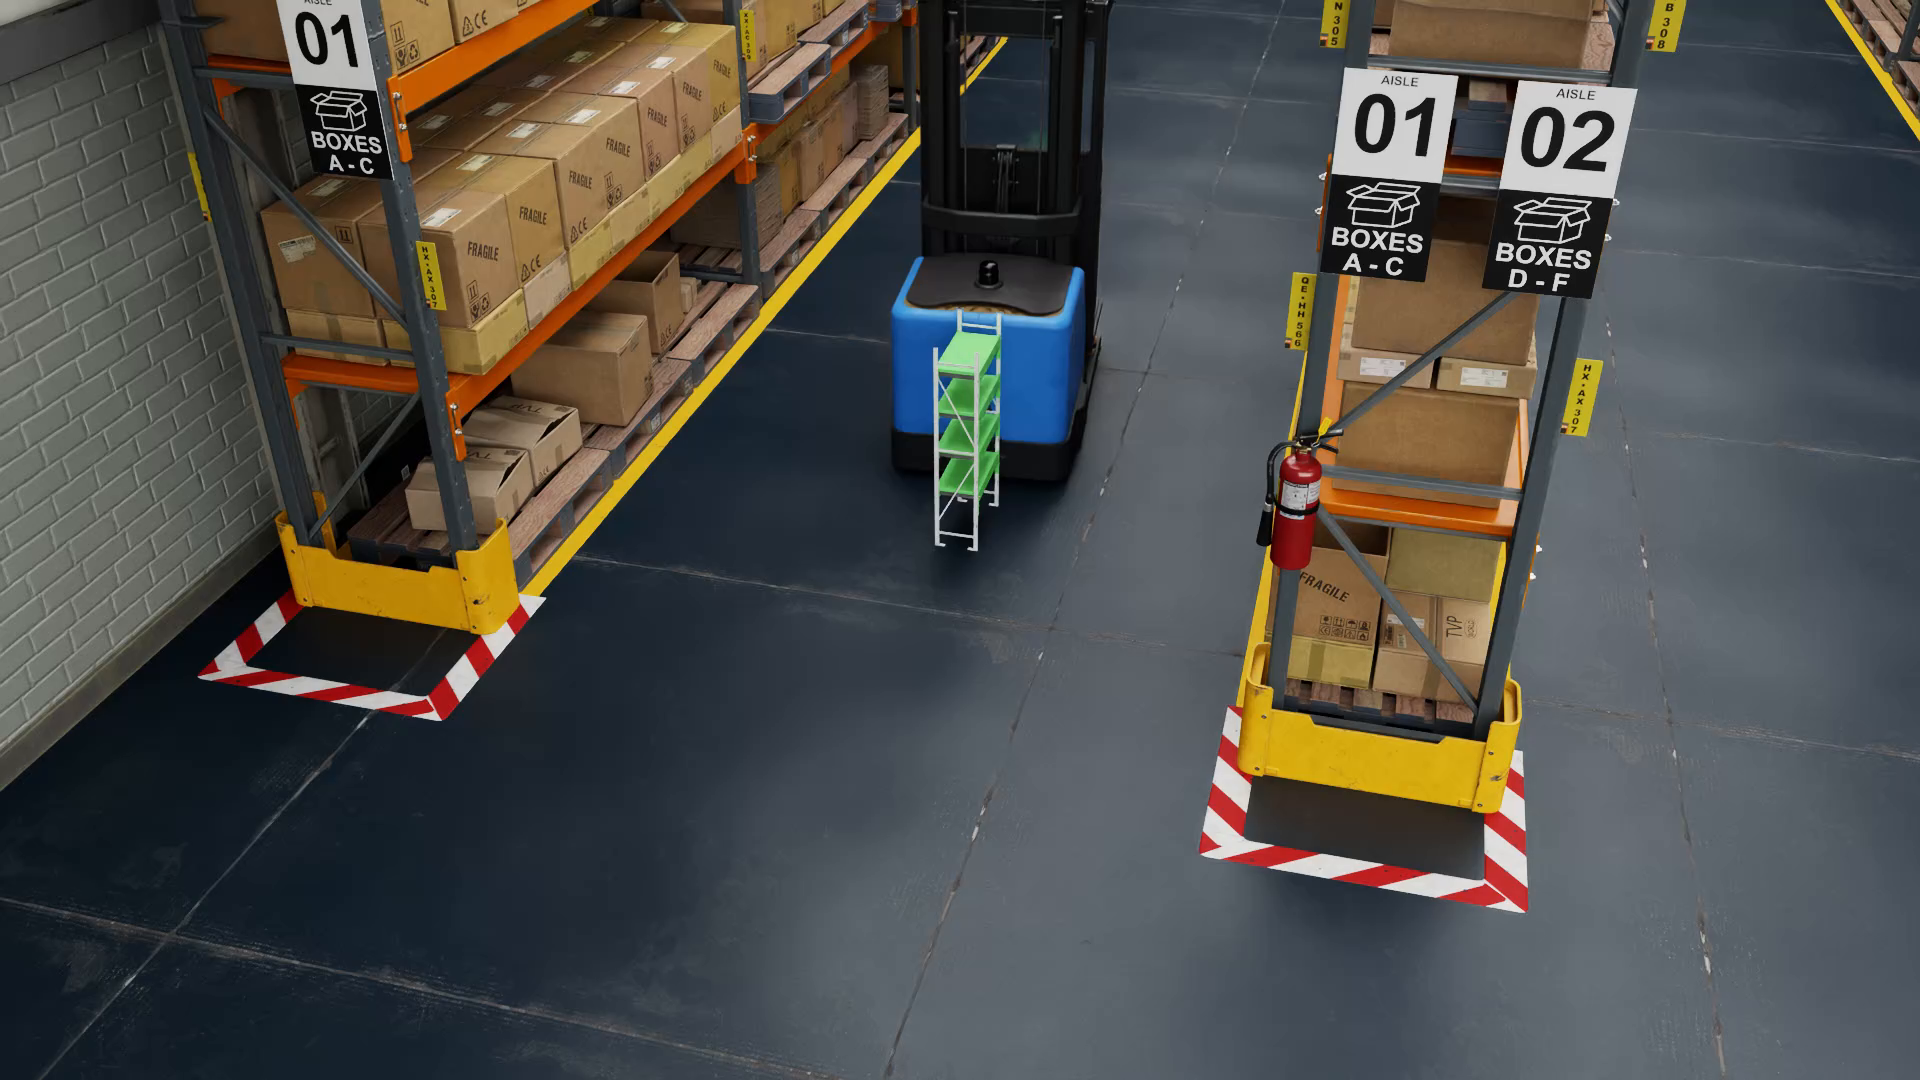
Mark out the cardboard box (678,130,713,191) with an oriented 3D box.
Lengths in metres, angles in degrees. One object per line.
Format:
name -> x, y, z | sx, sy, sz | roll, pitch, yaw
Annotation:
cardboard box -> -1.868, -2.379, 10.318 | 0.500, 0.250, 0.500 | 8, 33, 13

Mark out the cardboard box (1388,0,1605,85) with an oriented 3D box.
cardboard box -> 2.021, -2.074, 6.302 | 0.797, 0.503, 0.637 | 10, 34, 16

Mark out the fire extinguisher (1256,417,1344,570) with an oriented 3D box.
fire extinguisher -> 1.392, -0.200, 6.841 | 0.296, 0.674, 0.183 | 8, 33, 12

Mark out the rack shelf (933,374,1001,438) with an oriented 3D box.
rack shelf -> 0.042, -0.741, 8.969 | 0.258, 0.148, 0.480 | 8, 33, 12

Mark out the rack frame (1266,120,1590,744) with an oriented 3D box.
rack frame -> 1.871, -0.231, 6.817 | 1.000, 3.000, 0.127 | 8, 33, 12

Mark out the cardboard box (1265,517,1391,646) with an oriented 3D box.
cardboard box -> 1.719, 0.117, 7.742 | 0.500, 0.500, 0.500 | 8, 33, 12

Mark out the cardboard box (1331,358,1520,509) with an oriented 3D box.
cardboard box -> 2.002, -0.513, 7.168 | 0.700, 0.500, 0.500 | 8, 33, 12

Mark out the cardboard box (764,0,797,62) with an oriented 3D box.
cardboard box -> -1.596, -3.755, 11.858 | 0.700, 0.500, 0.500 | 11, 34, 17

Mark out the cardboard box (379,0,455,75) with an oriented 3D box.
cardboard box -> -2.595, -2.359, 7.257 | 0.500, 0.500, 0.500 | 9, 34, 14

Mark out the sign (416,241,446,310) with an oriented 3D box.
sign -> -2.397, -1.195, 7.526 | 0.100, 0.325, 0.005 | 8, 33, 12

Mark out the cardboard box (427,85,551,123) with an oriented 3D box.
cardboard box -> -2.615, -2.228, 9.381 | 0.500, 0.500, 0.500 | 8, 33, 13

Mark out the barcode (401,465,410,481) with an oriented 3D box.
barcode -> -3.041, -0.369, 9.121 | 0.001, 0.075, 0.075 | 8, 33, 12

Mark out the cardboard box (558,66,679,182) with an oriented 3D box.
cardboard box -> -1.987, -2.433, 9.704 | 0.500, 0.500, 0.500 | 7, 33, 11

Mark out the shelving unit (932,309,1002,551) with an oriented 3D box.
shelving unit -> 0.042, -0.592, 9.063 | 0.258, 1.200, 0.503 | 8, 33, 12

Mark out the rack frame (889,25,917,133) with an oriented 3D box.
rack frame -> -0.891, -5.055, 14.405 | 1.000, 3.000, 0.127 | 8, 33, 12

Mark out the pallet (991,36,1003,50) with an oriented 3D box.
pallet -> 0.001, -5.543, 17.772 | 1.003, 0.211, 1.213 | 8, 33, 12

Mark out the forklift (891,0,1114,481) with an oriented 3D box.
forklift -> 0.346, -2.358, 10.227 | 1.130, 2.935, 3.031 | 5, 33, 8

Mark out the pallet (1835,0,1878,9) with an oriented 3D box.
pallet -> 10.475, -6.258, 18.897 | 1.003, 0.211, 1.213 | 8, 33, 12

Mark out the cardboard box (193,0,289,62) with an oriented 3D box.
cardboard box -> -3.061, -2.471, 7.433 | 0.500, 0.500, 0.500 | 10, 34, 16

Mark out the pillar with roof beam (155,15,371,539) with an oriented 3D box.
pillar with roof beam -> 0.583, -3.330, 6.100 | 9.100, 9.000, 0.400 | 8, 33, 12

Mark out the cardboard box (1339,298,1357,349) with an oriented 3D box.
cardboard box -> 1.849, -0.907, 7.183 | 0.380, 0.149, 0.250 | 9, 34, 14

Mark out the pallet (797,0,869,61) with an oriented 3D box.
pallet -> -1.354, -3.941, 12.832 | 1.003, 0.211, 1.213 | 8, 33, 12

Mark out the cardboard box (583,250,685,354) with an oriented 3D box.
cardboard box -> -2.131, -1.566, 10.837 | 0.500, 0.500, 0.500 | 6, 33, 9

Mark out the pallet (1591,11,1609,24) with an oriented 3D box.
pallet -> 2.383, -2.458, 7.606 | 1.003, 0.211, 1.213 | 8, 33, 12

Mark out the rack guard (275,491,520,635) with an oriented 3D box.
rack guard -> -2.902, 0.112, 8.607 | 1.175, 0.500, 0.348 | 8, 33, 12

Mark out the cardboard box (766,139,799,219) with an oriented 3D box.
cardboard box -> -1.653, -2.769, 12.729 | 0.700, 0.500, 0.500 | 7, 33, 11

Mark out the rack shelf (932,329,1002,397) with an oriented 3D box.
rack shelf -> 0.042, -0.943, 8.840 | 0.258, 0.148, 0.480 | 8, 33, 12

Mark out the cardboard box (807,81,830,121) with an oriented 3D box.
cardboard box -> -1.355, -3.566, 13.285 | 0.500, 0.250, 0.500 | 8, 33, 12

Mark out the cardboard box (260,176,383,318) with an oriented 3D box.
cardboard box -> -3.008, -1.438, 8.139 | 0.500, 0.500, 0.500 | 8, 33, 12

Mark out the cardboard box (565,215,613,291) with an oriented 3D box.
cardboard box -> -2.238, -1.593, 9.081 | 0.500, 0.250, 0.500 | 8, 33, 12

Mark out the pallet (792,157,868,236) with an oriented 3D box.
pallet -> -1.403, -2.841, 13.523 | 1.003, 0.211, 1.213 | 8, 33, 12

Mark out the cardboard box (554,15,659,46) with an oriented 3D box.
cardboard box -> -2.228, -3.025, 10.635 | 0.500, 0.500, 0.500 | 7, 33, 11

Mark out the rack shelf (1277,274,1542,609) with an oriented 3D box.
rack shelf -> 2.378, -0.965, 8.642 | 1.077, 0.370, 4.000 | 8, 33, 12

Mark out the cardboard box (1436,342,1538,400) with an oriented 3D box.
cardboard box -> 2.179, -0.721, 6.890 | 0.380, 0.149, 0.250 | 8, 33, 12

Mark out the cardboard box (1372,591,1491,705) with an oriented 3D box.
cardboard box -> 2.222, 0.505, 7.832 | 0.500, 0.250, 0.500 | 8, 33, 12

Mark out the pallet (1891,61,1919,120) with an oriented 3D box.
pallet -> 9.470, -4.210, 15.675 | 1.003, 0.211, 1.213 | 8, 33, 12

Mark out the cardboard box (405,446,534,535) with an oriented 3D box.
cardboard box -> -2.659, -0.301, 9.023 | 0.500, 0.311, 0.500 | 4, 33, 7

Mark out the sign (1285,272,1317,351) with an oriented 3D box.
sign -> 1.350, -0.900, 6.570 | 0.100, 0.325, 0.005 | 8, 33, 12

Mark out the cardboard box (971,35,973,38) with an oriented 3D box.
cardboard box -> -0.138, -5.584, 16.849 | 0.750, 0.750, 0.750 | 9, 34, 14

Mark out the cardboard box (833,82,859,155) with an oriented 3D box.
cardboard box -> -1.267, -3.553, 13.963 | 0.700, 0.500, 0.500 | 8, 33, 12

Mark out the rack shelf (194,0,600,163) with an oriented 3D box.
rack shelf -> -2.414, -2.903, 8.895 | 1.077, 0.370, 4.000 | 8, 33, 12

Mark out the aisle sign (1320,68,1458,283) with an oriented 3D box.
aisle sign -> 1.570, -1.334, 6.129 | 0.394, 0.787, 0.004 | 8, 33, 12

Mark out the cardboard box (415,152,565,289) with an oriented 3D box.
cardboard box -> -2.375, -1.627, 8.435 | 0.500, 0.500, 0.500 | 8, 33, 13
